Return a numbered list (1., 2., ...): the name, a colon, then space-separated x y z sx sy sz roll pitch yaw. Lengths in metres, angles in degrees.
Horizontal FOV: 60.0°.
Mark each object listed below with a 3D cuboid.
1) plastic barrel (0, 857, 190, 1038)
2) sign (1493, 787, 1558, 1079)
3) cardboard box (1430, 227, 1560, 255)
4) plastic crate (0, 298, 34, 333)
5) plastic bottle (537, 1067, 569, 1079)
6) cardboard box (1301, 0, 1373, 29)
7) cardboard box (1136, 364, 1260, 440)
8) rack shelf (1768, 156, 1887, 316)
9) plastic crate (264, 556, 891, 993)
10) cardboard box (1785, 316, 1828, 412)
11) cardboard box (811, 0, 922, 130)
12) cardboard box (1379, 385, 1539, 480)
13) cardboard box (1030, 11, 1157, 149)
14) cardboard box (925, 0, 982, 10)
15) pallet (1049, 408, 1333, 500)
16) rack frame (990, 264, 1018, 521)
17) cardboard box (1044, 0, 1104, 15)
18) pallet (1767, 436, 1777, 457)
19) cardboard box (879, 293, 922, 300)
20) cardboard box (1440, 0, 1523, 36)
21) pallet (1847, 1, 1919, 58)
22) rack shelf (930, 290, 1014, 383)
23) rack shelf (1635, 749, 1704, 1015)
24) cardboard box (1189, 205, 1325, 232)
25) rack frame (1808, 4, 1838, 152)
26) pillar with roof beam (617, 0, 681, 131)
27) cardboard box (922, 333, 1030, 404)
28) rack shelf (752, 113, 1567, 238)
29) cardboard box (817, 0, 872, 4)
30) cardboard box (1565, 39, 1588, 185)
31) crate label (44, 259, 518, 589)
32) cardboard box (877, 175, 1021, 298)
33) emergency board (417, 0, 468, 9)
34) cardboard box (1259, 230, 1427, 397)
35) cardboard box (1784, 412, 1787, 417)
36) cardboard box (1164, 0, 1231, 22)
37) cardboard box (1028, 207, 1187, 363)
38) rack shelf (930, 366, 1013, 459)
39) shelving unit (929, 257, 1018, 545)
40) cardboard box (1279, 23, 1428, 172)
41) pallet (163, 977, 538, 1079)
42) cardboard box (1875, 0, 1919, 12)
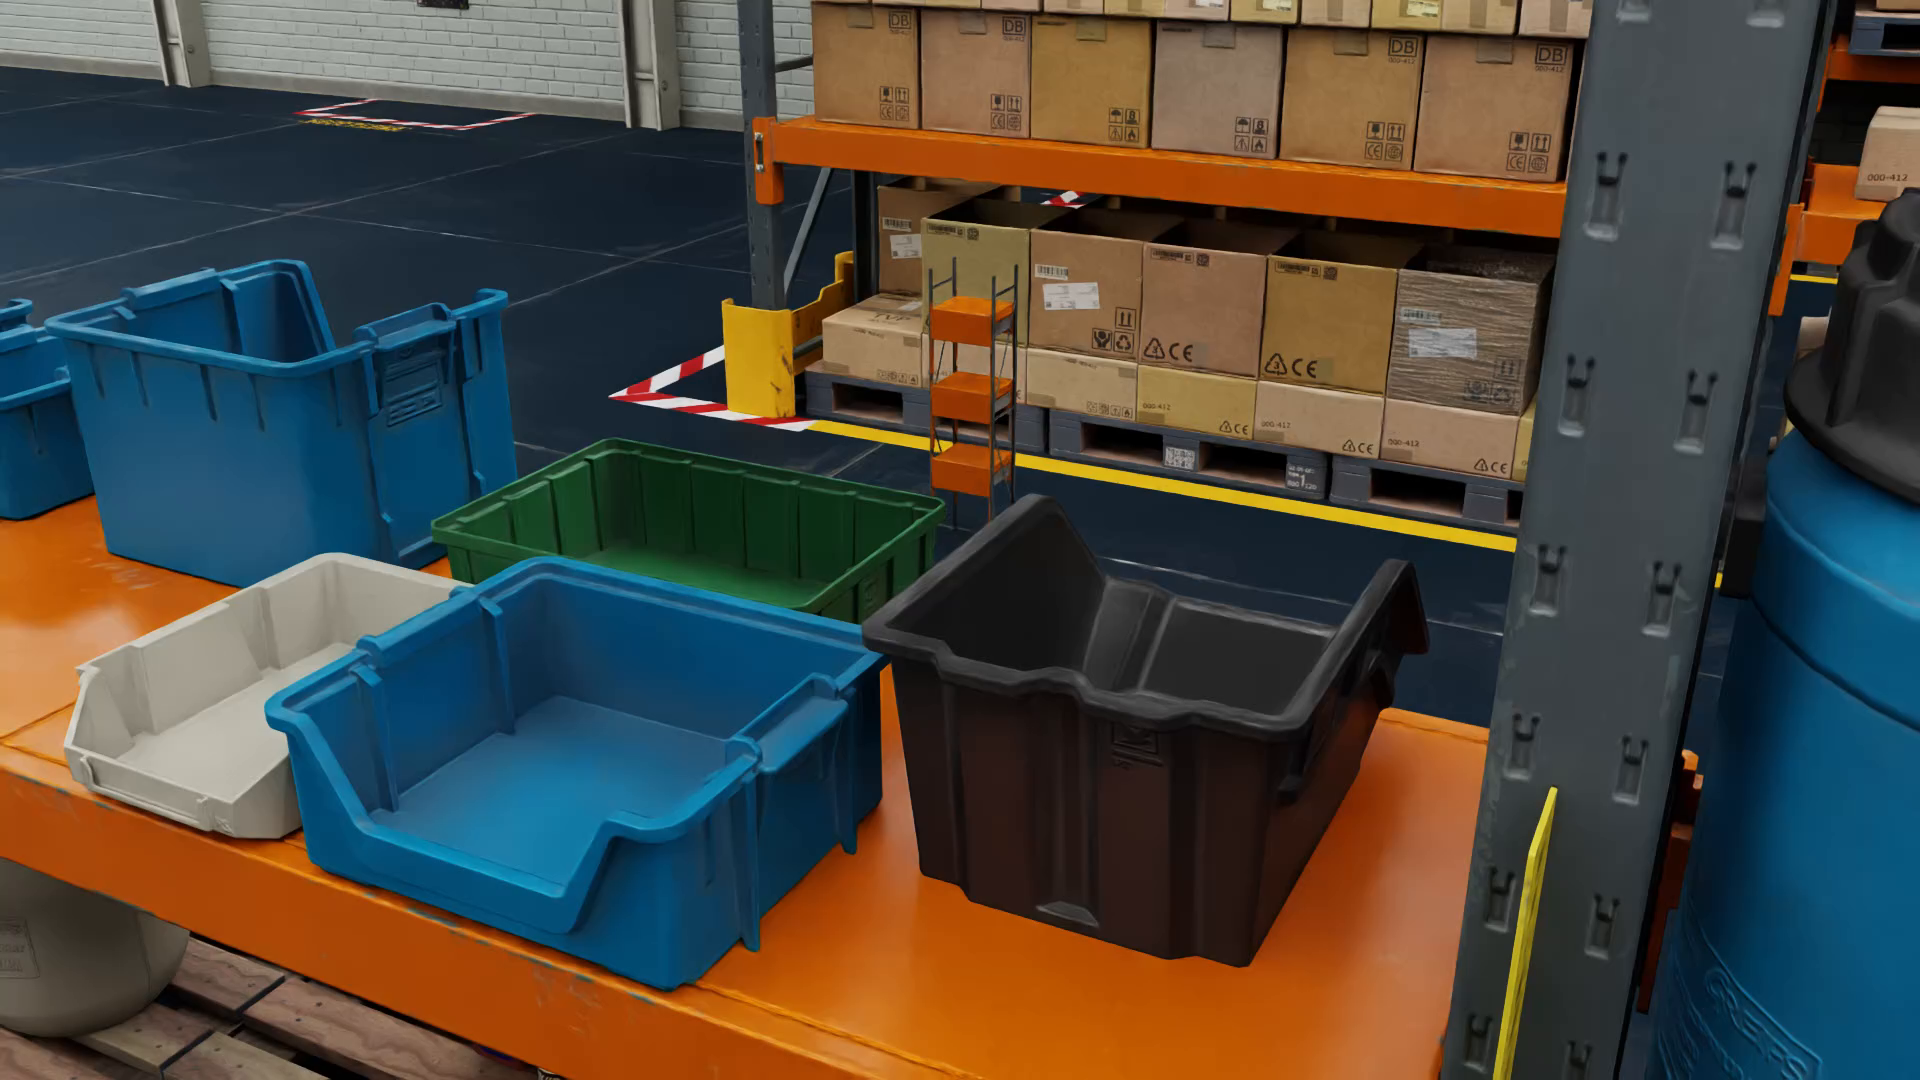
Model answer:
1. plastic barrel: -1.827 0.708 3.394 0.421 0.512 0.421 0 23 0
2. sign: 0.415 0.348 1.246 0.005 0.325 0.100 11 25 25
3. cardboard box: 2.189 -0.994 6.773 0.500 0.500 0.500 11 25 25
4. plastic crate: -2.315 -0.369 3.475 0.616 0.251 0.499 11 25 25
5. plastic bottle: -0.763 0.961 3.172 0.097 0.201 0.097 0 23 0
6. cardboard box: 1.440 -1.987 6.132 0.250 0.149 0.380 12 26 26
7. cardboard box: 1.058 -0.641 6.901 0.500 0.250 0.500 11 25 25
8. rack shelf: 4.696 -0.760 5.124 4.000 0.370 1.077 11 25 25
9. plastic crate: -0.437 0.253 2.013 0.616 0.251 0.499 11 25 25
10. cardboard box: 3.402 -0.659 6.227 0.500 0.311 0.500 11 25 25
11. cardboard box: -0.247 -2.110 7.250 0.500 0.500 0.700 11 25 25
12. cardboard box: 1.957 -0.470 6.498 0.500 0.250 0.500 11 25 25
13. cardboard box: 0.664 -1.929 6.825 0.500 0.500 0.700 11 26 25
14. cardboard box: 0.054 -2.260 6.776 0.250 0.149 0.380 11 26 25
15. pallet: 1.128 -0.531 7.229 1.213 0.211 1.003 11 25 25
16. rack frame: 0.157 -0.452 5.972 0.008 1.050 0.200 11 25 25
17. cardboard box: 0.517 -2.169 6.561 0.250 0.149 0.380 10 25 23
18. pallet: 3.586 -0.045 6.085 1.213 0.211 1.003 11 25 25
19. cardboard box: -0.046 -1.087 7.950 0.500 0.250 0.500 11 25 25
20. cardboard box: 1.883 -1.898 5.923 0.250 0.149 0.380 11 25 24
21. pallet: 5.760 -2.901 9.484 1.213 0.211 1.003 11 25 25
22. rack shelf: 0.048 -0.725 5.915 0.240 0.259 0.215 11 25 25
23. rack shelf: 2.458 0.969 1.057 4.000 0.370 1.077 11 25 25
24. cardboard box: 1.299 -1.173 7.193 0.500 0.500 0.500 11 25 25
25. rack frame: 5.143 -3.175 9.883 0.127 3.000 1.000 11 25 25
26. pillar with roof beam: -4.709 -6.377 9.746 0.400 9.000 9.100 11 25 25
27. cardboard box: 0.168 -0.819 7.320 0.500 0.250 0.500 11 25 25
28. rack shelf: 1.127 -1.466 6.785 4.000 0.370 1.077 11 25 25
29. cardboard box: -0.405 -2.351 6.988 0.250 0.149 0.380 11 25 24
30. cardboard box: 2.513 -1.567 5.973 0.500 0.500 0.700 10 25 23
31. crate label: -1.132 -0.207 2.859 0.616 0.435 0.502 11 25 25
32. cardboard box: -0.045 -1.433 7.805 0.500 0.500 0.500 11 25 25
33. emergency board: -4.954 -5.577 15.531 0.626 1.169 0.157 11 25 25
34. cardboard box: 1.510 -0.902 6.557 0.500 0.500 0.500 11 25 25
35. cardboard box: 3.412 -0.400 6.335 0.500 0.250 0.500 11 25 24
36. cardboard box: 0.966 -2.079 6.349 0.250 0.149 0.380 11 26 25
37. cardboard box: 0.619 -1.080 6.975 0.500 0.500 0.500 11 25 25
38. rack shelf: 0.048 -0.464 6.026 0.240 0.259 0.215 11 25 25
39. shelving unit: 0.048 -0.474 6.022 0.252 1.050 0.215 11 25 25
40. cardboard box: 1.593 -1.747 6.398 0.500 0.500 0.700 12 26 25
41. pallet: -1.000 1.220 3.111 1.213 0.211 1.003 11 25 25
42. cardboard box: 5.582 -3.322 9.538 0.500 0.500 0.700 11 26 25
